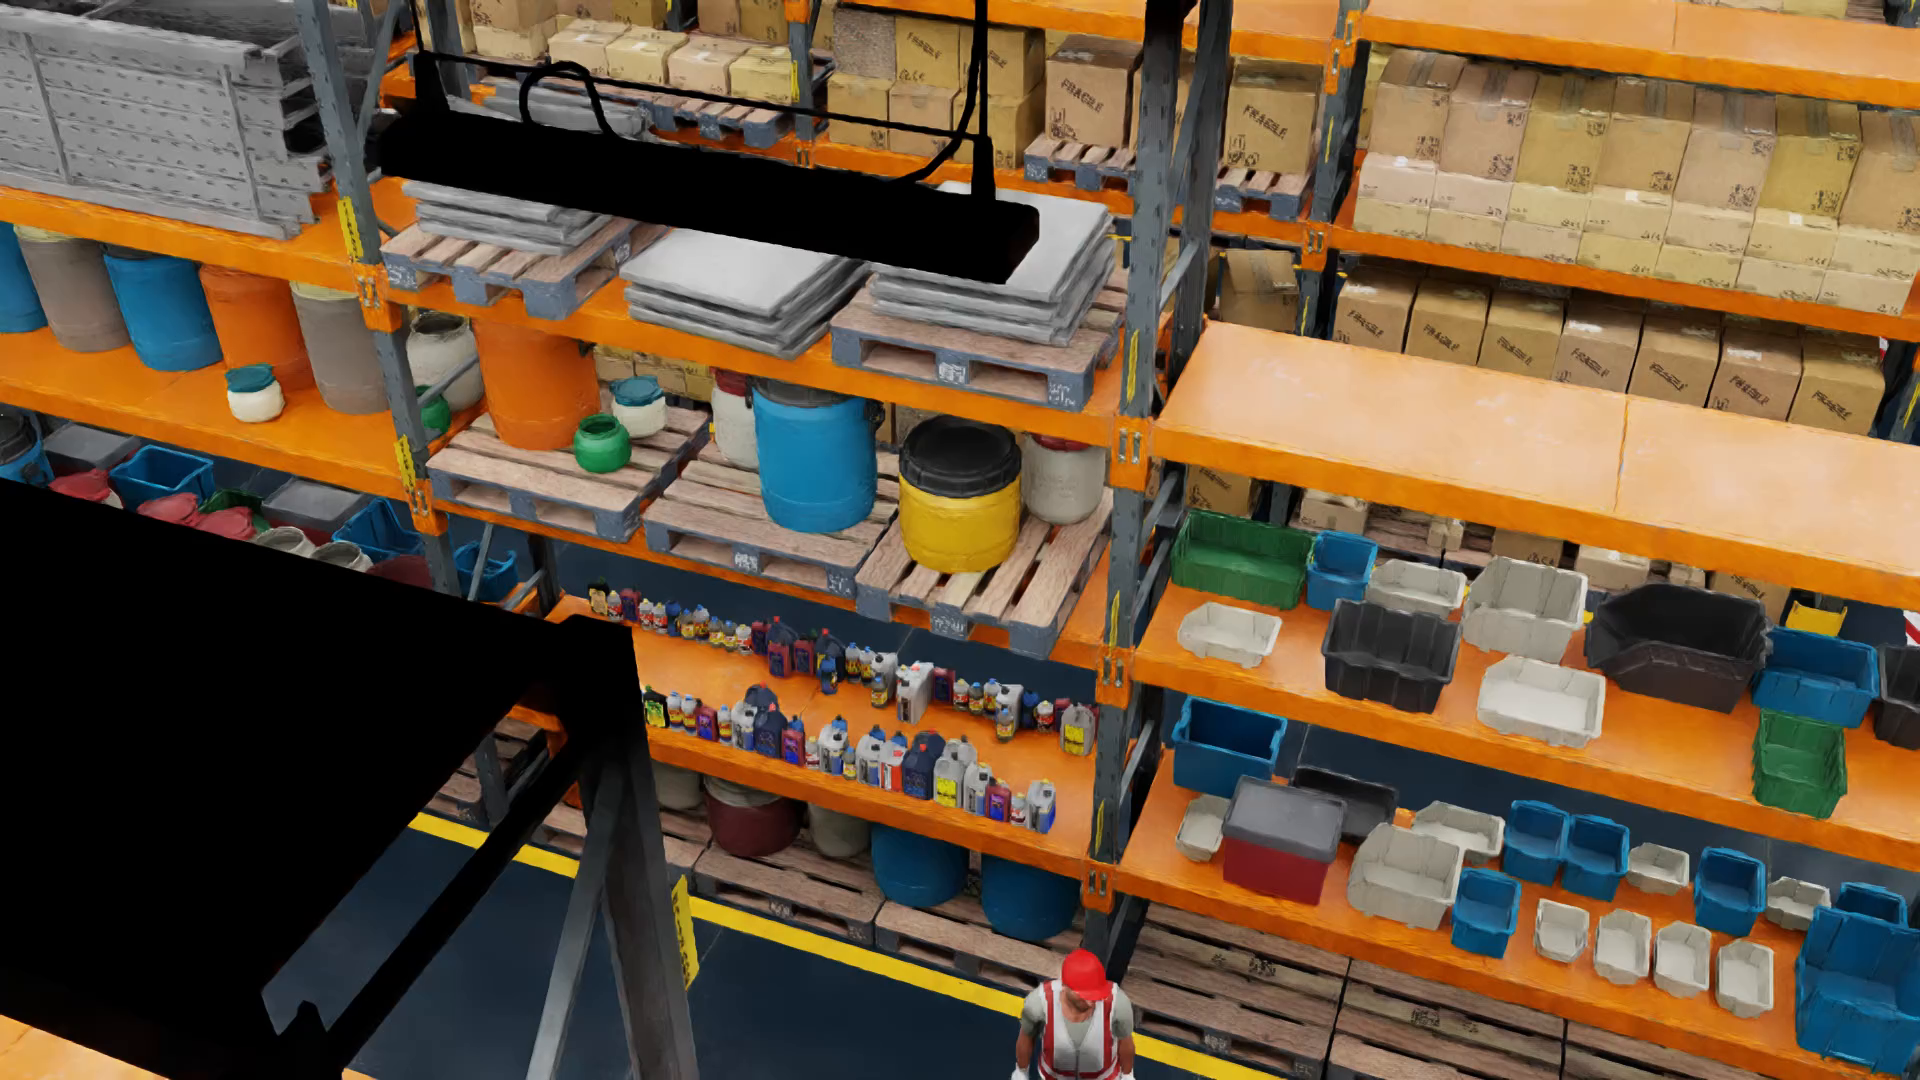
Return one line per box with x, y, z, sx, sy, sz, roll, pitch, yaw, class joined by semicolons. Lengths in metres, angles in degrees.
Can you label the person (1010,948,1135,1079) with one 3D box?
0.566;2.664;8.259;0.631;1.797;0.370;5;37;6;person
